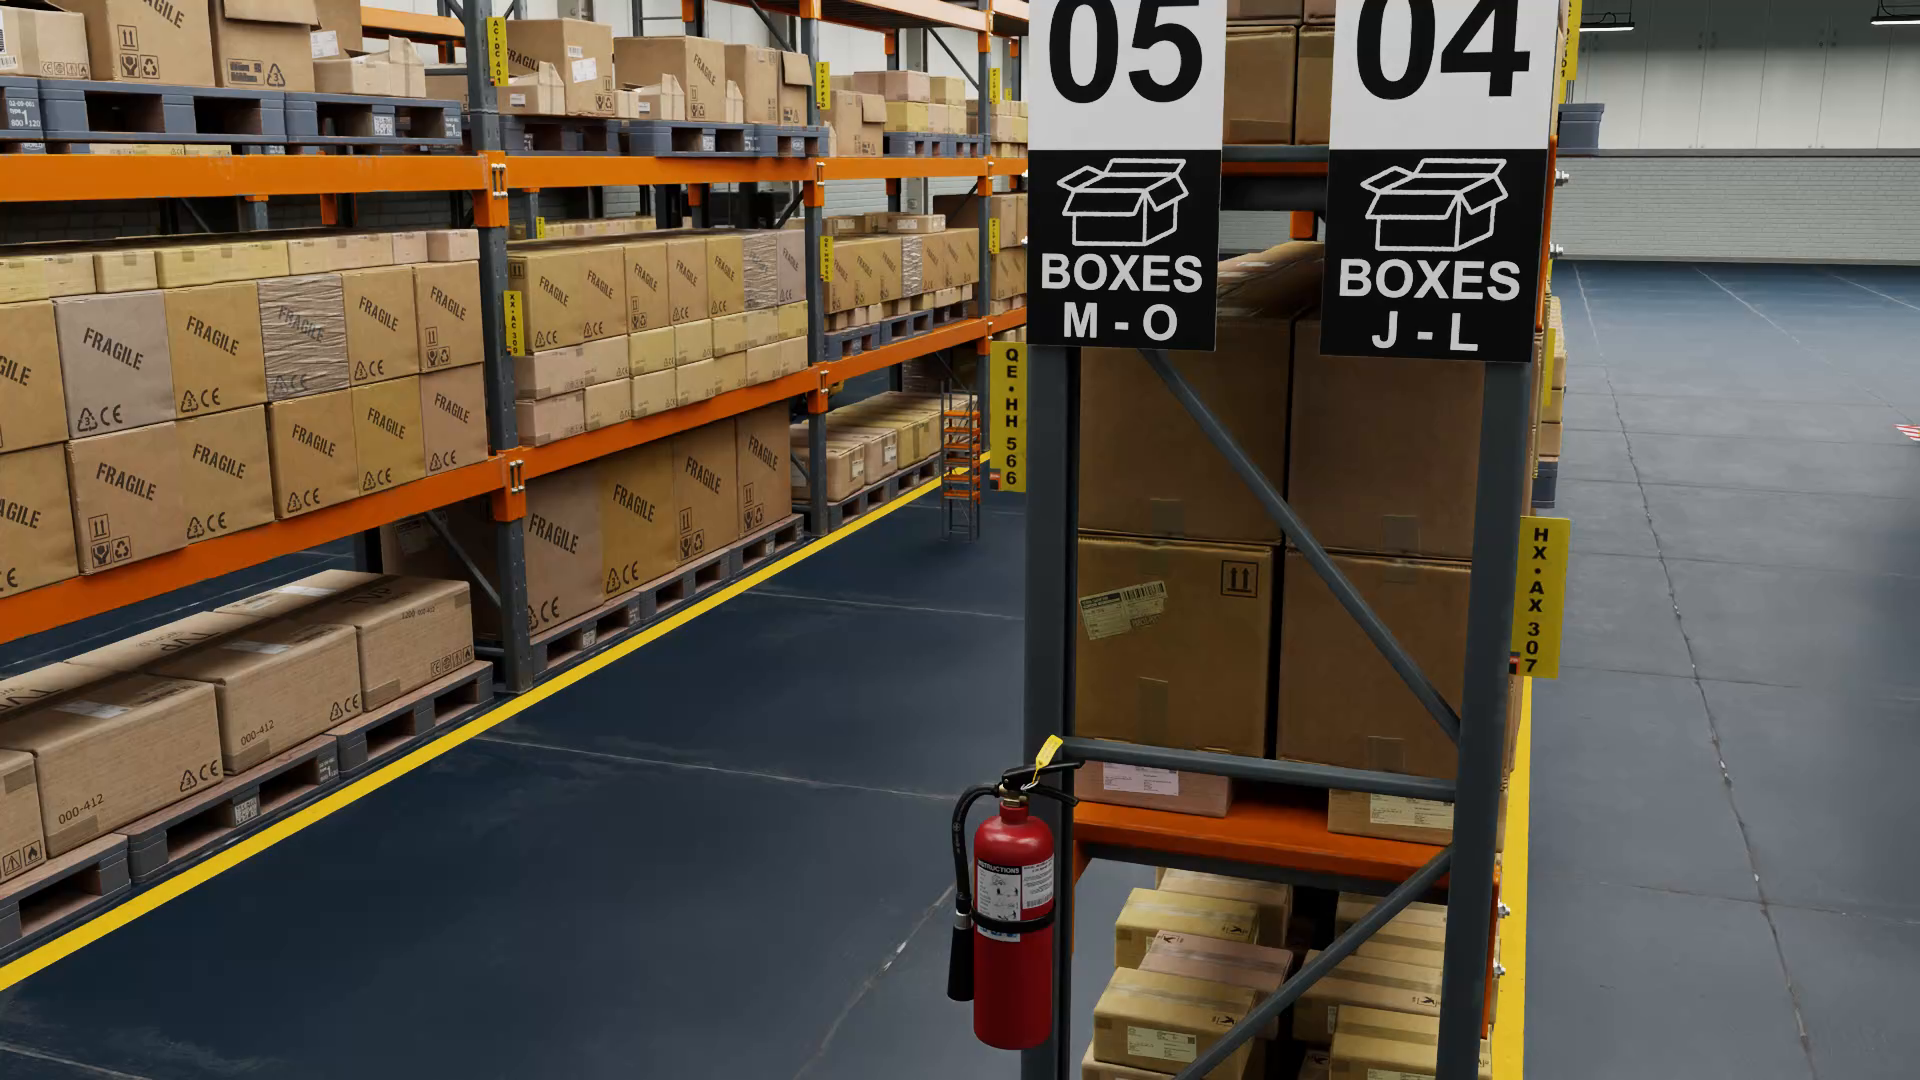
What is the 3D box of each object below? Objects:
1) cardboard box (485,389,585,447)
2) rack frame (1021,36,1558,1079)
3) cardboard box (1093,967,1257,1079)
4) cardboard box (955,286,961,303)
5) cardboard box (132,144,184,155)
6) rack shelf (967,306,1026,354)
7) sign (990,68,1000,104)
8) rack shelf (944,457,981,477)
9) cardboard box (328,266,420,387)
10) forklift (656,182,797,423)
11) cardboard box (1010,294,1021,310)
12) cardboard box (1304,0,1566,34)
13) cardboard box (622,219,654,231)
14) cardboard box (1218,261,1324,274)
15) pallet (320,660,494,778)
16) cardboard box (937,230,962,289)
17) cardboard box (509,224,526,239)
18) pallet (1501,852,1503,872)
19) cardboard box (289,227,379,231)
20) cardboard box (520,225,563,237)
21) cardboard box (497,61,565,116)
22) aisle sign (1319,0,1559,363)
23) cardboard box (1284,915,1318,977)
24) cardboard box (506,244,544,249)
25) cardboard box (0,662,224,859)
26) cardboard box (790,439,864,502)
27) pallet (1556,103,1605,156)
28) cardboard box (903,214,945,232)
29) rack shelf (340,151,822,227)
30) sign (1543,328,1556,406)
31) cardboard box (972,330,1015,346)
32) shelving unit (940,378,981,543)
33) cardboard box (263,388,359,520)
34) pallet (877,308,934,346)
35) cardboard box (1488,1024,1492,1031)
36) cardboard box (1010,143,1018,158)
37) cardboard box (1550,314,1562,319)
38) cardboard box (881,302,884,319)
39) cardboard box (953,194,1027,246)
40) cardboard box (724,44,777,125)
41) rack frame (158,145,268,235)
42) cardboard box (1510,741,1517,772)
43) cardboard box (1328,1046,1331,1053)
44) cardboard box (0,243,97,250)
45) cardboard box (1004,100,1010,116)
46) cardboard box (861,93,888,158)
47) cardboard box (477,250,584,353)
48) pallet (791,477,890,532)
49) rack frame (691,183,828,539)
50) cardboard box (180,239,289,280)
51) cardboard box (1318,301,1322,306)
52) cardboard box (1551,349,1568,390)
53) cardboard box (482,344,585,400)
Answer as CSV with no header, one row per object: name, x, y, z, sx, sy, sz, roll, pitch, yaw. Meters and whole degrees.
cardboard box,-2.399,-0.680,9.063,0.500,0.250,0.500,4,13,17
rack frame,0.632,0.498,3.566,1.000,3.000,0.127,4,14,18
cardboard box,0.563,1.263,4.338,0.380,0.149,0.250,5,14,19
cardboard box,-0.210,-2.264,15.286,0.380,0.149,0.250,4,13,17
cardboard box,-6.293,-3.036,12.645,0.500,0.250,0.500,4,14,19
rack shelf,0.445,-2.434,18.029,1.077,0.370,4.000,4,14,18
sign,0.324,-4.231,15.497,0.100,0.325,0.005,4,14,18
rack shelf,0.005,-0.545,12.378,0.258,0.103,0.180,4,14,18
cardboard box,-2.854,-0.990,7.614,0.500,0.500,0.500,4,13,18
forklift,-2.195,-2.206,15.566,1.130,2.935,3.031,1,13,6
cardboard box,0.406,-2.449,17.042,0.380,0.149,0.250,5,14,20
cardboard box,1.023,-1.211,3.525,0.500,0.250,0.500,5,14,19
cardboard box,-3.840,-3.706,19.634,0.380,0.149,0.250,5,14,20
cardboard box,1.036,-0.626,5.350,0.500,0.500,0.500,4,13,16
pallet,-3.111,0.834,8.357,1.003,0.211,1.213,4,14,18
cardboard box,-0.294,-2.544,15.057,0.500,0.500,0.500,4,14,19
cardboard box,-4.962,-3.369,18.158,0.380,0.149,0.250,4,13,17
pallet,1.742,1.159,6.935,1.003,0.211,1.213,4,14,18
cardboard box,-3.138,-1.484,8.320,0.380,0.149,0.250,4,13,18
cardboard box,-4.534,-3.339,18.026,0.380,0.149,0.250,5,14,19
cardboard box,-2.298,-2.361,8.710,0.396,0.266,0.258,4,14,18
aisle sign,0.892,-0.733,3.114,0.394,0.787,0.004,4,14,18
cardboard box,0.883,1.248,5.075,0.380,0.149,0.250,4,14,18
cardboard box,-2.723,-1.437,9.573,0.500,0.500,0.500,5,14,20
cardboard box,-3.678,0.868,6.760,0.875,0.438,0.875,5,14,20
cardboard box,-1.304,-0.564,13.178,0.950,0.372,0.625,3,13,15
pallet,2.226,-1.838,7.479,1.213,0.211,1.003,4,14,18
cardboard box,-0.349,-2.819,14.804,0.380,0.149,0.250,4,13,17
rack shelf,-2.144,-2.212,10.315,1.077,0.370,4.000,4,14,18
sign,2.442,-0.729,6.995,0.100,0.325,0.005,4,14,18
cardboard box,0.341,-2.037,16.763,0.380,0.149,0.250,5,14,19
shelving unit,0.005,-0.588,12.368,0.258,1.200,0.189,4,14,18
cardboard box,-3.009,-0.397,7.260,0.500,0.500,0.500,4,13,18
pallet,-0.895,-1.848,14.274,1.003,0.211,1.213,4,14,18
cardboard box,1.372,1.436,4.918,0.380,0.149,0.250,5,14,19
cardboard box,0.363,-3.913,16.714,0.380,0.149,0.250,5,14,20
cardboard box,3.075,-1.151,9.072,0.380,0.149,0.250,5,14,21
cardboard box,-0.847,-1.883,13.619,0.380,0.149,0.250,5,14,22
cardboard box,0.331,-3.228,16.750,0.700,0.500,0.500,4,14,19
cardboard box,-1.637,-3.015,11.049,0.700,0.500,0.500,4,13,16
rack frame,-6.194,-1.878,13.976,1.000,3.000,0.127,4,14,18
cardboard box,1.227,0.466,4.268,0.380,0.149,0.250,4,13,17
cardboard box,1.186,1.393,4.440,0.380,0.149,0.250,4,14,18
cardboard box,-3.695,-1.106,6.664,0.380,0.149,0.250,5,14,20
cardboard box,0.265,-4.192,16.146,0.380,0.149,0.250,5,14,20
cardboard box,-1.030,-3.358,13.485,0.797,0.503,0.637,4,14,18
cardboard box,-2.376,-1.288,8.917,0.500,0.500,0.500,5,14,19
pallet,-1.242,-0.327,13.445,1.003,0.211,1.213,4,14,18
rack frame,-1.496,-1.522,12.414,1.000,3.000,0.127,4,14,18
cardboard box,-3.063,-1.180,6.985,0.380,0.149,0.250,4,13,17
cardboard box,1.185,-0.365,4.208,0.500,0.500,0.500,5,14,20
cardboard box,2.488,-0.766,7.389,0.380,0.149,0.250,5,14,21
cardboard box,-2.381,-0.922,9.002,0.500,0.250,0.500,4,13,17
